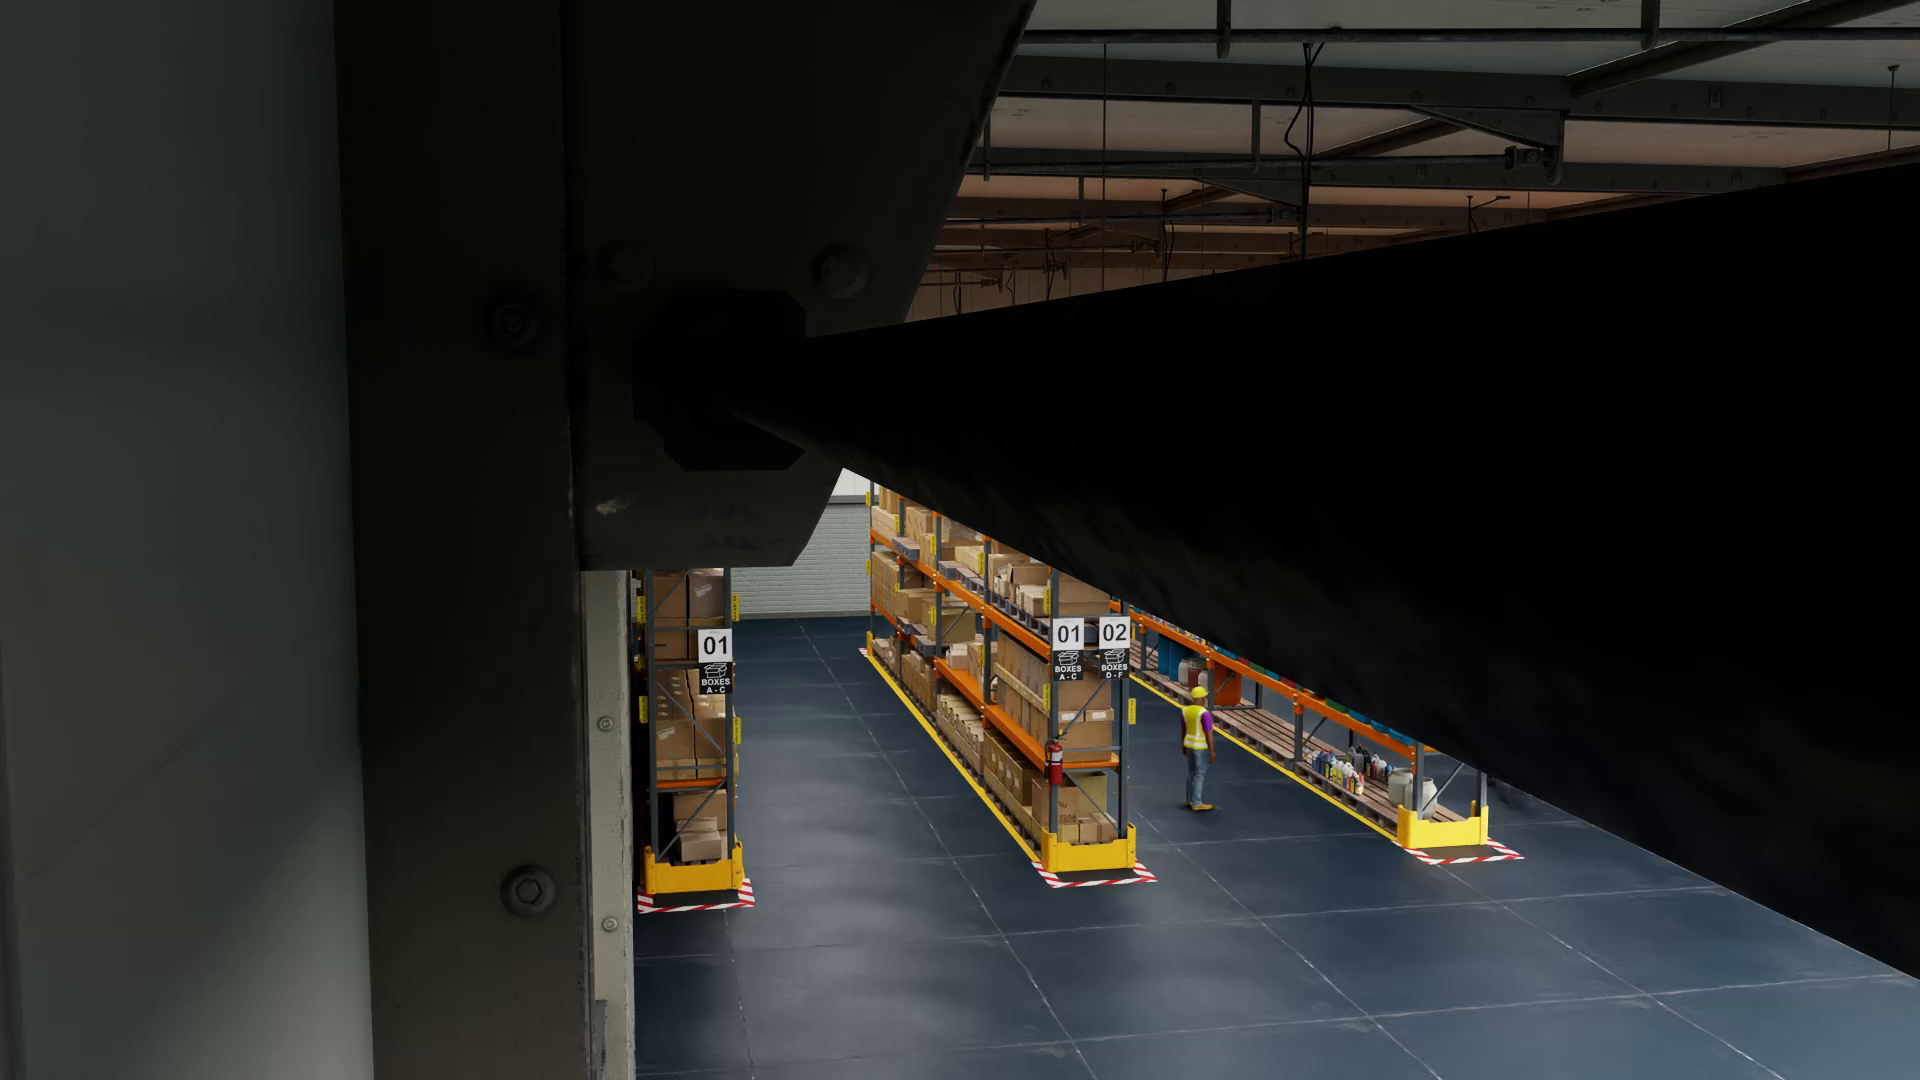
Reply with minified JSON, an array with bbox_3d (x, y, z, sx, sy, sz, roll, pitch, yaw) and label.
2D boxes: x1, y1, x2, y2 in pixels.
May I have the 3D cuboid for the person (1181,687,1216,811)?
[{"bbox_3d":[3.456,2.987,23.791,0.447,1.796,0.623,-4,7,-31],"label":"person"}]

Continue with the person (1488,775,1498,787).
[{"bbox_3d":[8.039,2.853,25.003,0.498,1.712,0.487,3,7,27],"label":"person"}]
